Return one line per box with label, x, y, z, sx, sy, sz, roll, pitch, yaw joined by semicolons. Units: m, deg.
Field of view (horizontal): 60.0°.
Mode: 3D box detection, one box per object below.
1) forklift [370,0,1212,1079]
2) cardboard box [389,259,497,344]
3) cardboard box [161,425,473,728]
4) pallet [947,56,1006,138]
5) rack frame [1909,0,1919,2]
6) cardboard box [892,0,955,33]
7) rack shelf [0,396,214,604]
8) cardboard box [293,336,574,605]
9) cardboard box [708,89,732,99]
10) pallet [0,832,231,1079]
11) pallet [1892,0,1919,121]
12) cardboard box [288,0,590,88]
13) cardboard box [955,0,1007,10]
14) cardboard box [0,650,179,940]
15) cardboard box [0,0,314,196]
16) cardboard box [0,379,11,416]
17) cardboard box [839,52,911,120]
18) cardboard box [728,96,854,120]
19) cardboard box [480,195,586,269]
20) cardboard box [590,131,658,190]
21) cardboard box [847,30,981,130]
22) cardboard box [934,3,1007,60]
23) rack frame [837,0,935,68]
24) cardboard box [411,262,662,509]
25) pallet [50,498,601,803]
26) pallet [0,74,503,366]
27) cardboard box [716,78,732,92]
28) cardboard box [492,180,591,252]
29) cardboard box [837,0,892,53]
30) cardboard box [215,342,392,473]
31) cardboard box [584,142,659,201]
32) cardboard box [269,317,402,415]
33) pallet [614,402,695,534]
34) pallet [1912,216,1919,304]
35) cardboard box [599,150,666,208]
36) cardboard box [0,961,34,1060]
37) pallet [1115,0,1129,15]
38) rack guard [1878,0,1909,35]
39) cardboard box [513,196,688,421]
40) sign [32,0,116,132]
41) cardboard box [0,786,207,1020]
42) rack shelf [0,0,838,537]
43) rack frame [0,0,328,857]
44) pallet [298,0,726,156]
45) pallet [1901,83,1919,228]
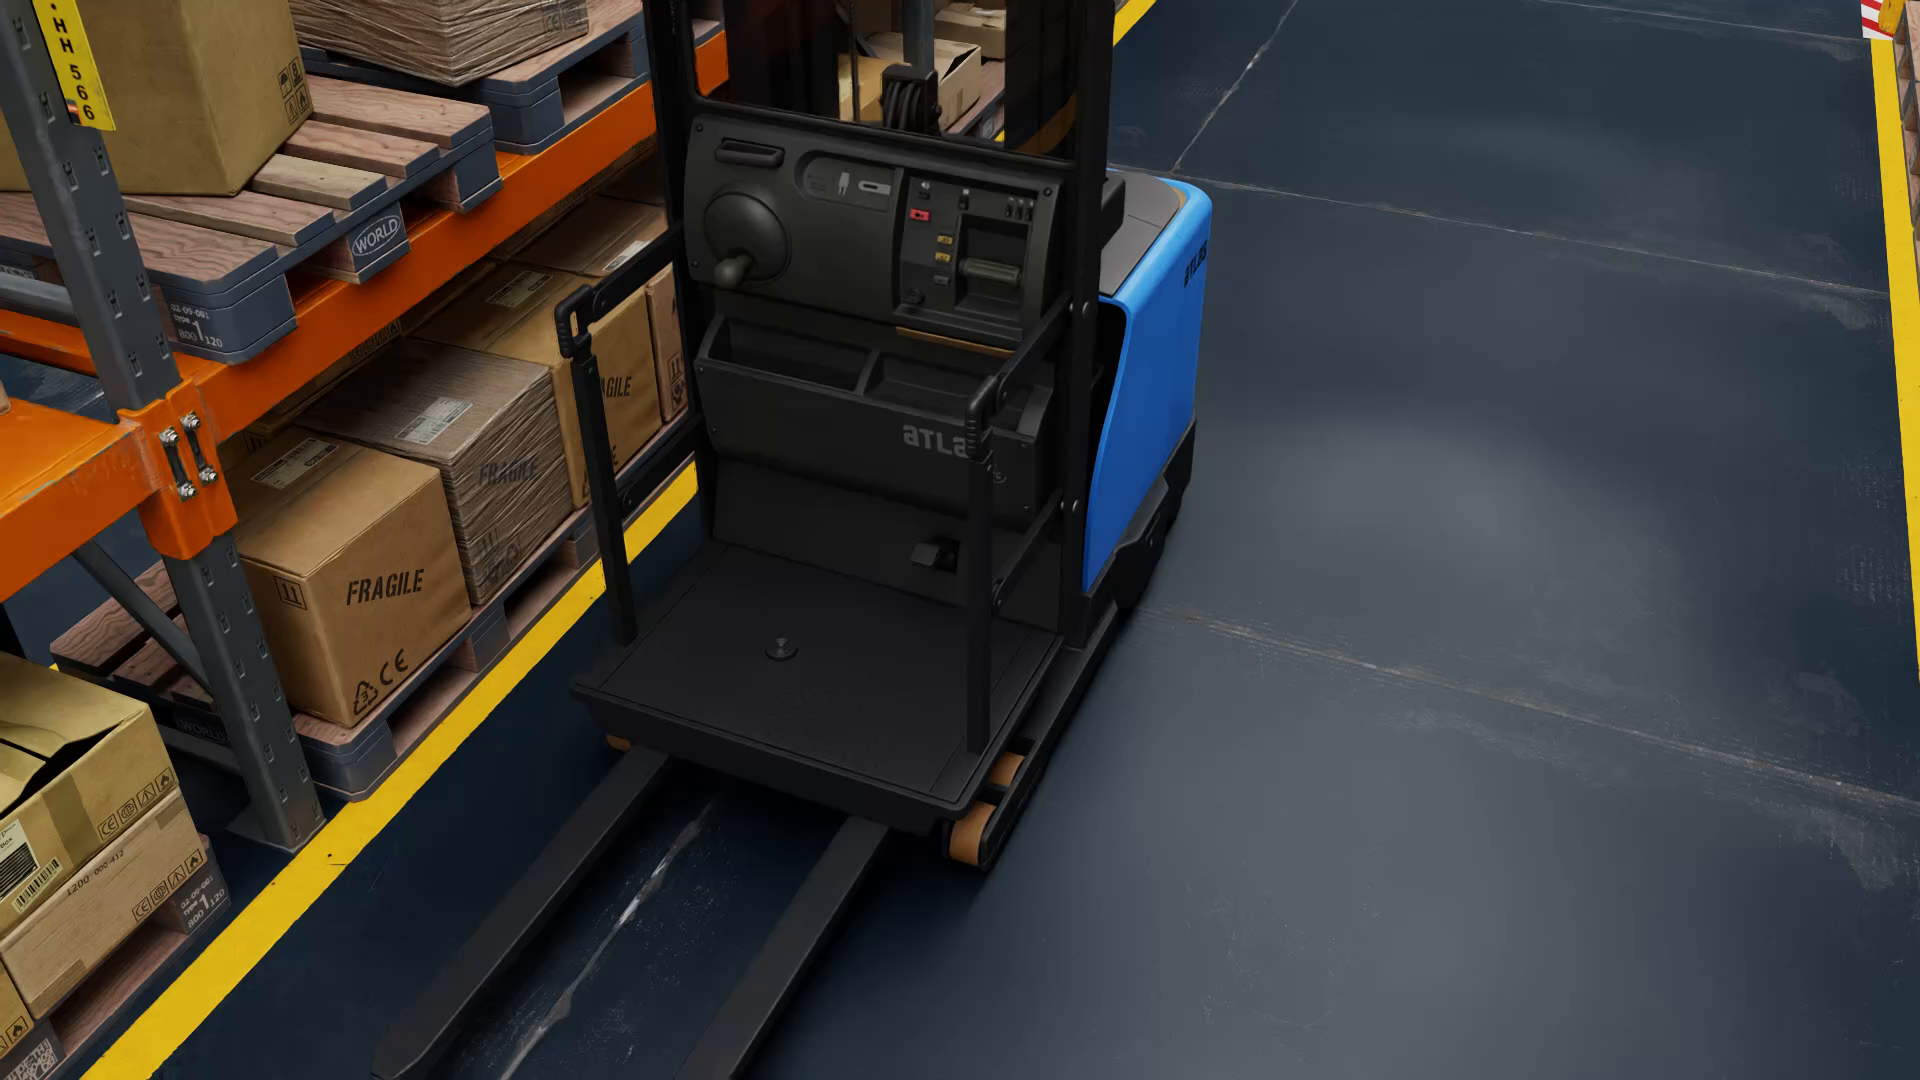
forklift;-0.304;-0.654;3.676;1.130;2.935;3.031;15;39;19
cardboard box;-1.775;-0.585;5.248;0.500;0.500;0.500;12;39;16
cardboard box;-1.673;0.086;4.350;0.500;0.500;0.500;15;39;20
pallet;-0.326;-2.030;7.790;1.003;0.211;1.213;14;39;18
rack frame;5.513;-3.851;7.897;1.000;3.000;0.127;14;39;18
cardboard box;-0.349;-2.662;8.184;0.500;0.311;0.500;14;39;18
rack shelf;-2.872;0.843;2.217;1.077;0.370;4.000;14;39;18
cardboard box;-1.479;-0.205;4.740;0.500;0.500;0.500;12;39;16
cardboard box;-1.191;-1.432;6.381;0.500;0.500;0.500;14;39;18
pallet;-2.460;1.011;3.720;1.003;0.211;1.213;14;39;18
pallet;5.163;-2.287;8.133;1.003;0.211;1.213;14;39;18
cardboard box;-1.451;-1.598;4.448;0.700;0.500;0.500;21;42;26
cardboard box;0.122;-2.985;8.455;0.797;0.503;0.637;14;39;18
cardboard box;-2.082;0.502;3.550;0.500;0.311;0.500;15;39;19
cardboard box;-1.975;-1.135;3.829;0.700;0.500;0.500;2;37;2
cardboard box;-2.289;-0.325;3.254;0.500;0.311;0.500;16;40;21
cardboard box;-0.511;-1.603;6.610;0.500;0.500;0.500;14;39;17
cardboard box;-0.707;-1.332;6.247;0.500;0.500;0.500;14;39;18
cardboard box;-1.581;-0.877;5.638;0.500;0.500;0.500;12;39;16
cardboard box;-1.378;-1.476;5.814;0.500;0.250;0.500;14;39;18
cardboard box;-0.229;-2.049;7.365;0.500;0.311;0.500;14;39;18
cardboard box;0.091;-2.473;8.052;0.380;0.166;0.250;14;39;18
rack frame;-0.589;-2.767;6.446;1.000;3.000;0.127;14;39;18
cardboard box;-1.284;-0.482;5.110;0.500;0.500;0.500;13;39;17
pallet;-1.791;0.160;4.860;1.003;0.211;1.213;14;39;18
pallet;-1.918;-0.867;4.064;1.213;0.211;1.003;14;39;18
cardboard box;-0.998;-1.730;6.779;0.500;0.500;0.500;12;38;16
cardboard box;-1.569;-1.199;5.442;0.500;0.250;0.500;13;39;17
cardboard box;-0.634;-2.322;7.572;0.500;0.500;0.500;14;39;18
cardboard box;-1.972;-0.299;4.864;0.500;0.500;0.500;15;39;20
cardboard box;-1.388;-1.157;6.013;0.500;0.500;0.500;14;39;18
cardboard box;-1.954;-0.631;4.683;0.500;0.250;0.500;15;39;19
pallet;-1.326;-0.513;5.760;1.003;0.211;1.213;14;39;18
pallet;4.235;-0.936;6.325;1.003;0.211;1.213;14;39;18
cardboard box;-0.898;-1.054;5.875;0.500;0.500;0.500;14;39;18
cardboard box;-2.278;1.014;3.334;0.500;0.250;0.500;13;39;17
pallet;0.602;-3.381;9.597;1.003;0.211;1.213;14;39;18
rack guard;5.510;-2.866;8.667;1.175;0.500;0.348;14;39;18
cardboard box;-1.090;-0.772;5.498;0.500;0.500;0.500;13;39;16
sign;-1.596;-0.891;2.970;0.100;0.325;0.005;14;39;18
cardboard box;-2.085;0.728;3.717;0.500;0.250;0.500;15;39;19
rack shelf;-1.350;-1.372;5.180;1.077;0.370;4.000;14;39;18
rack frame;-2.111;-0.552;3.484;1.000;3.000;0.127;14;39;18
pallet;-1.375;-1.553;4.983;1.003;0.211;1.213;14;39;18
pallet;4.697;-1.613;7.232;1.003;0.211;1.213;14;39;18
